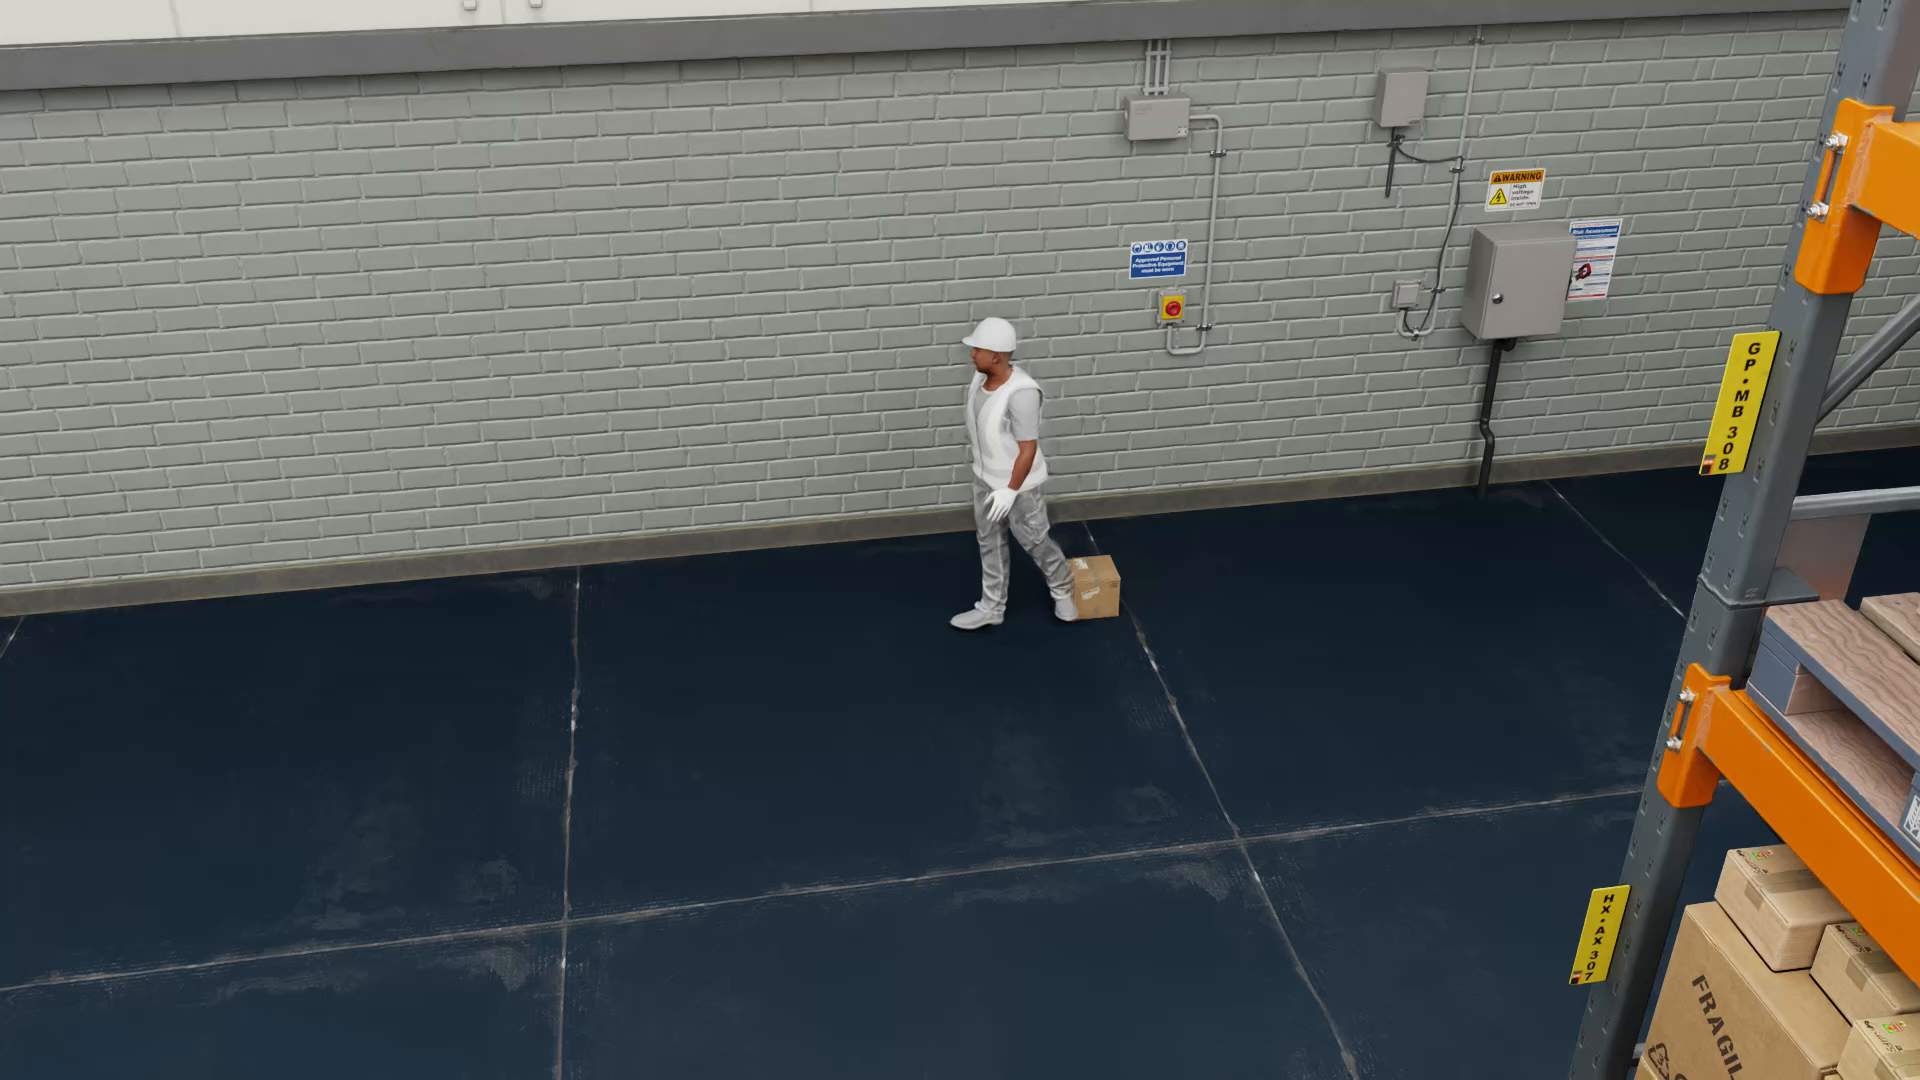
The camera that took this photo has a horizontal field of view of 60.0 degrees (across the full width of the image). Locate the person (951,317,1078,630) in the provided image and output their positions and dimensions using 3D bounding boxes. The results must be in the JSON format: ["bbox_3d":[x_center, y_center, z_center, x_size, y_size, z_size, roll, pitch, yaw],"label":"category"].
[{"bbox_3d":[0.293,-0.337,8.696,0.701,1.784,0.571,-17,35,-27],"label":"person"}]
